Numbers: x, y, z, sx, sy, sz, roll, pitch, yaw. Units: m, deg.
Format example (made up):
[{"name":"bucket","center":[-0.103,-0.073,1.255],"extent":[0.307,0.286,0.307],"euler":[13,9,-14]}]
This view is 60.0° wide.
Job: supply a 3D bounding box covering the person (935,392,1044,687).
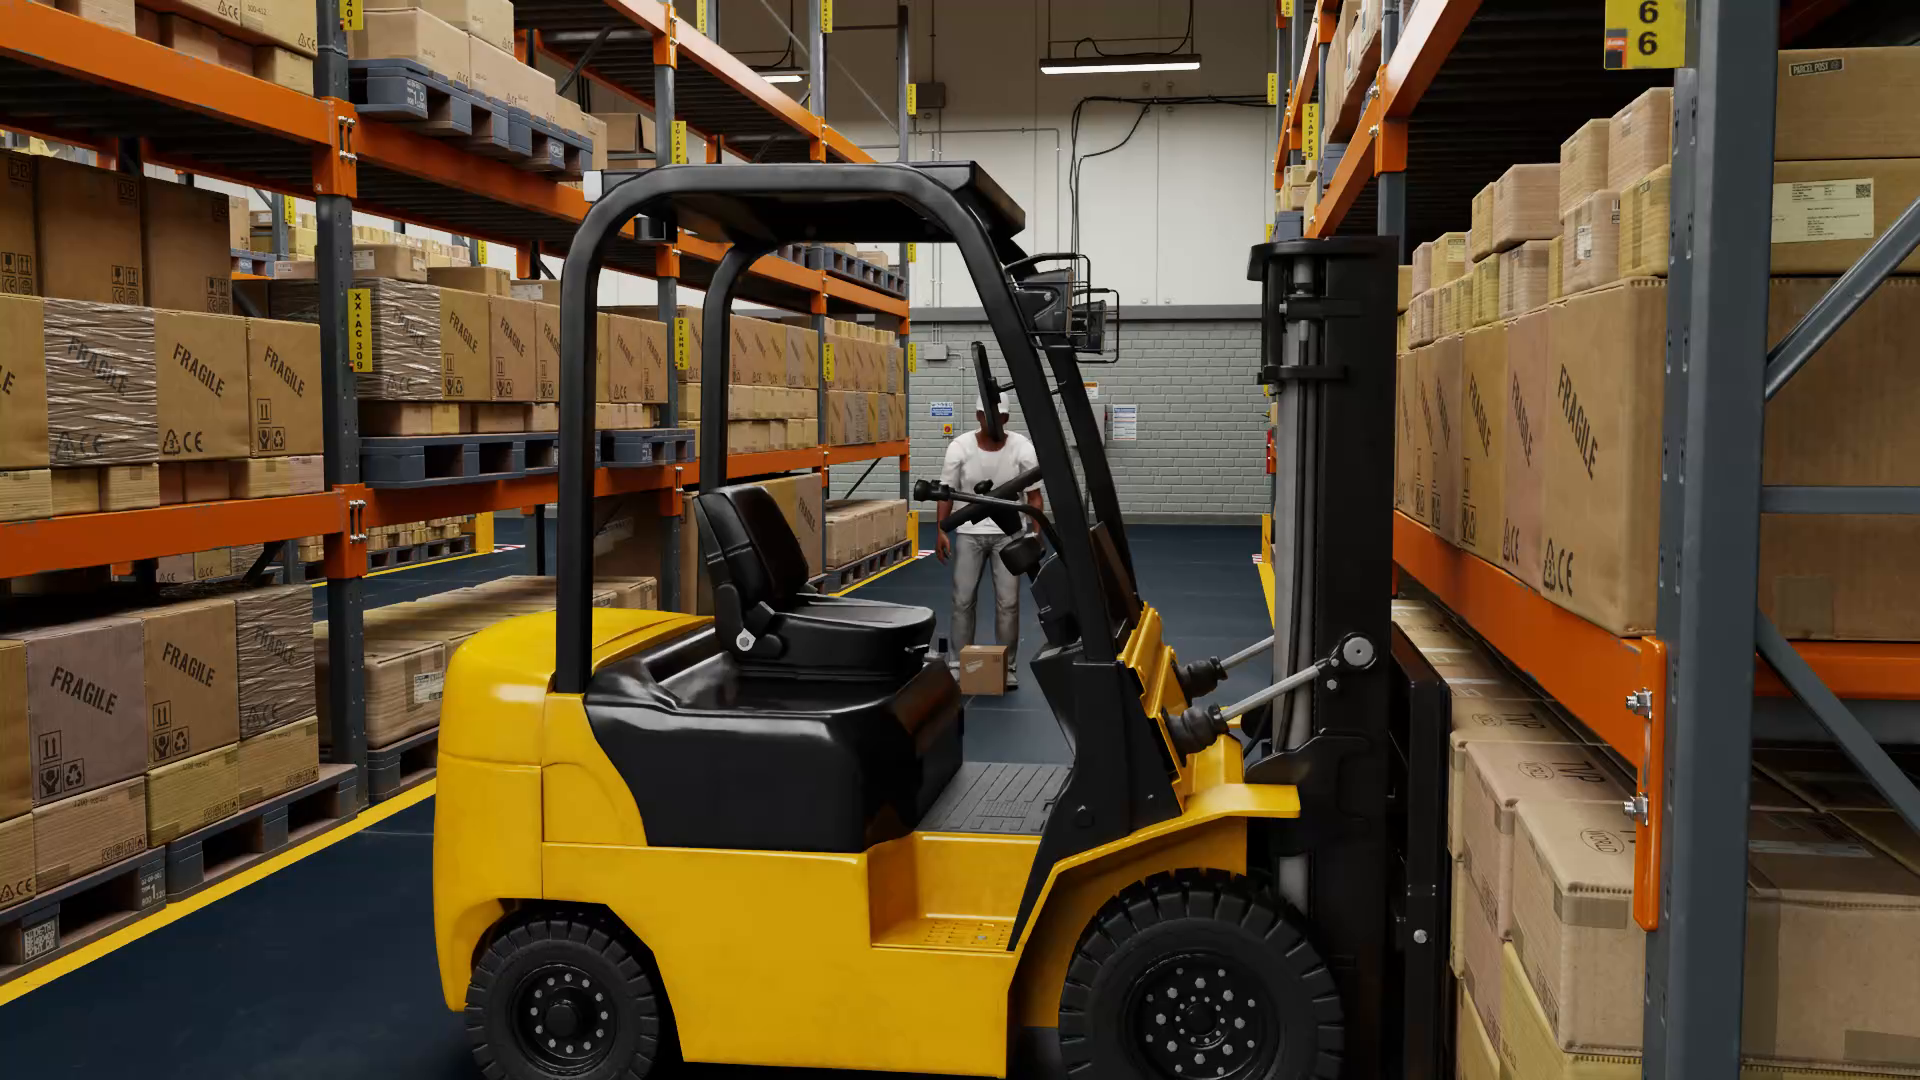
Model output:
[{"name":"person","center":[0.173,-0.017,9.758],"extent":[0.634,1.760,0.459],"euler":[0,4,5]}]
